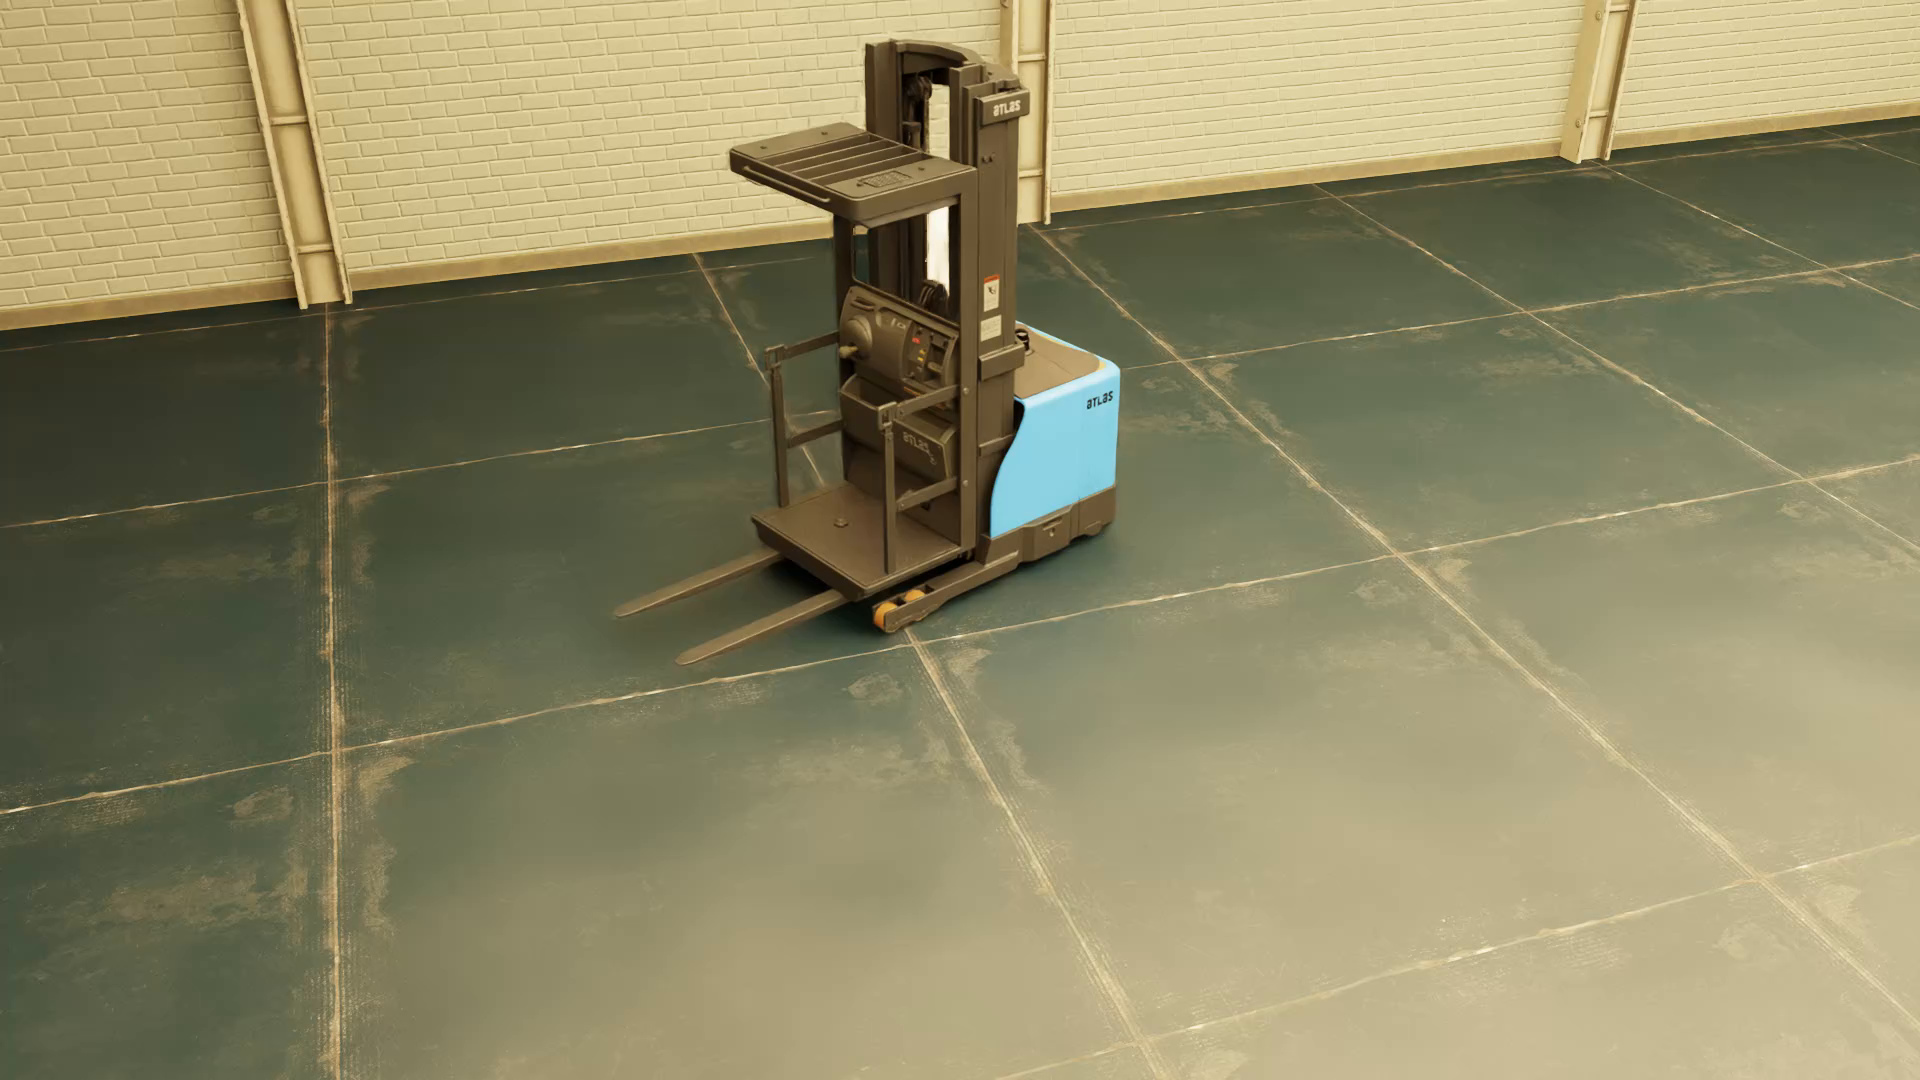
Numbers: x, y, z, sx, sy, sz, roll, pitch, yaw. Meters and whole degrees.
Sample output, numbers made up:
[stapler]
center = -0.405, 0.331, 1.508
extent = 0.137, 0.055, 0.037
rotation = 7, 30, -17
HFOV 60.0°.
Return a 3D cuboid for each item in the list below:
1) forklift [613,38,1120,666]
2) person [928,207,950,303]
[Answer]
[forklift]
center = -0.499, -1.056, 8.922
extent = 3.031, 2.935, 1.130
rotation = -23, 37, -34
[person]
center = -0.167, -1.632, 11.201
extent = 0.555, 1.759, 0.916
rotation = 1, 30, 2
